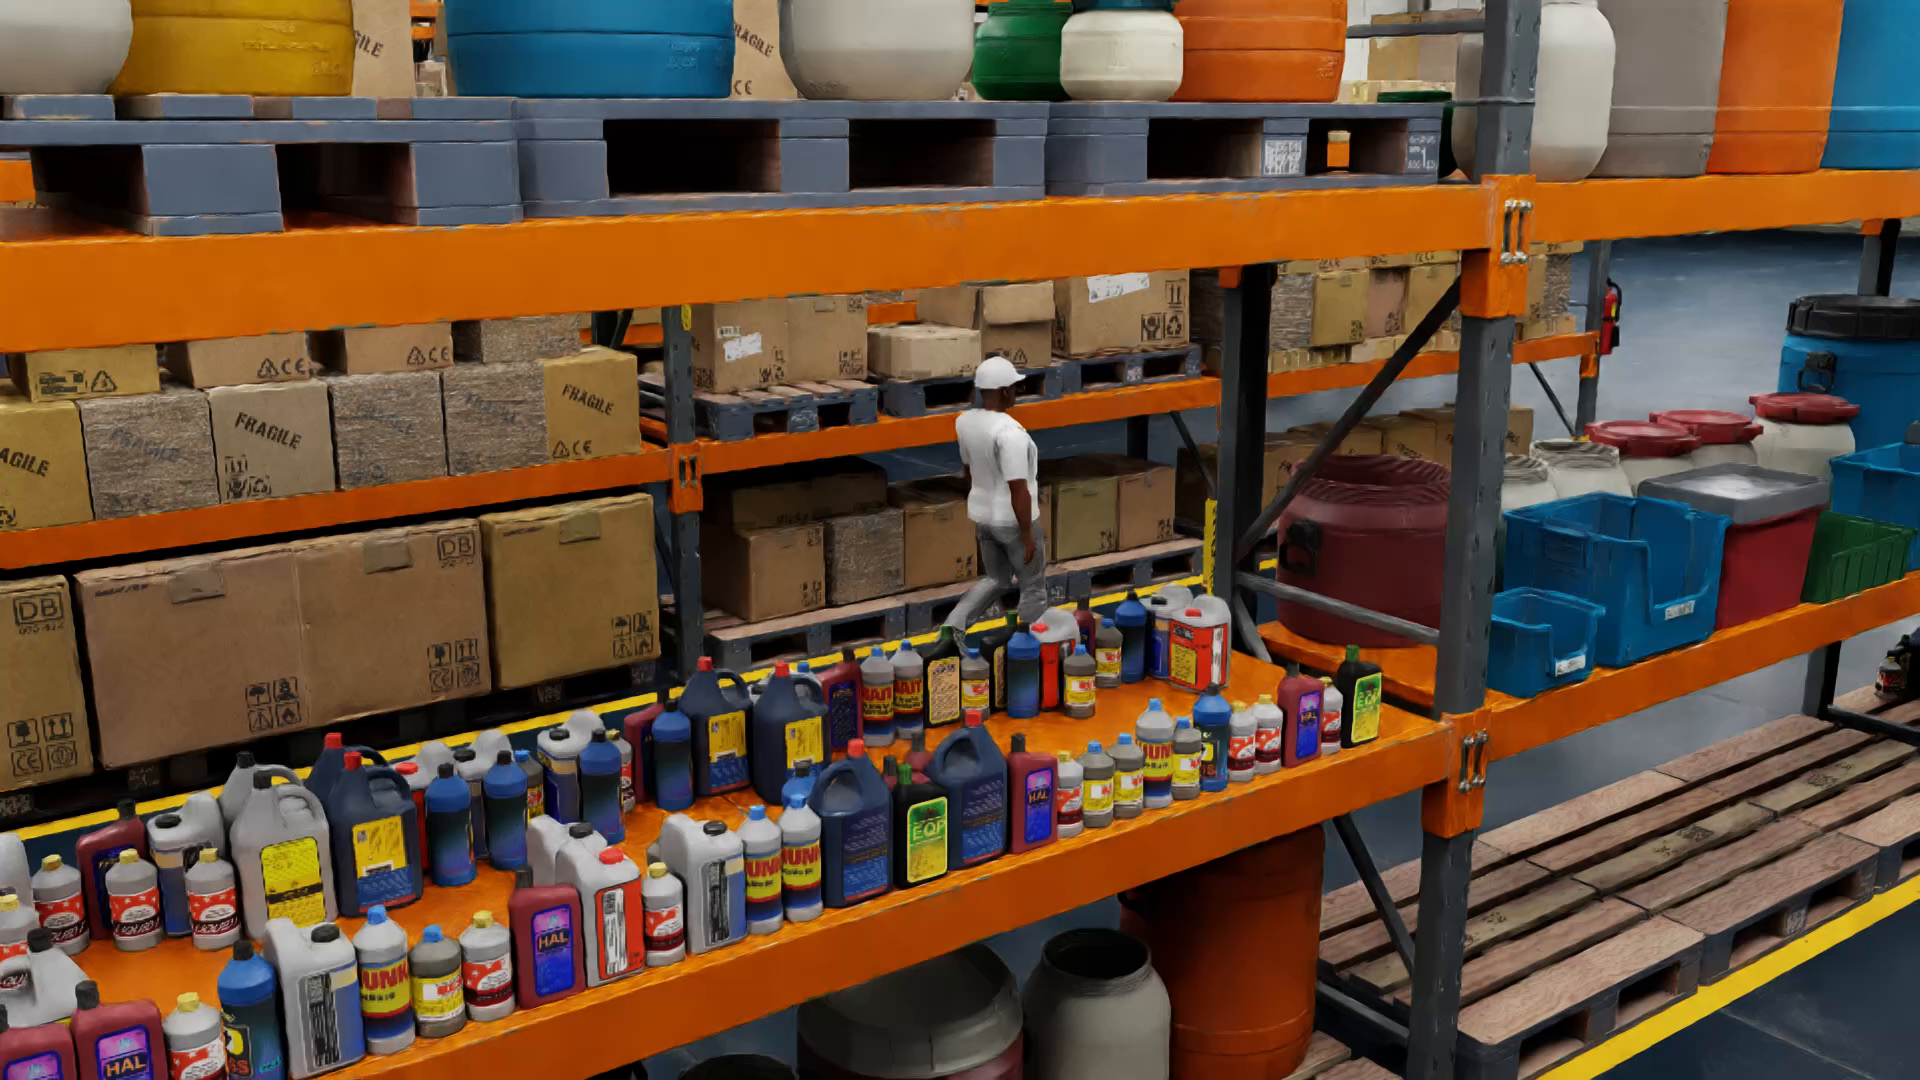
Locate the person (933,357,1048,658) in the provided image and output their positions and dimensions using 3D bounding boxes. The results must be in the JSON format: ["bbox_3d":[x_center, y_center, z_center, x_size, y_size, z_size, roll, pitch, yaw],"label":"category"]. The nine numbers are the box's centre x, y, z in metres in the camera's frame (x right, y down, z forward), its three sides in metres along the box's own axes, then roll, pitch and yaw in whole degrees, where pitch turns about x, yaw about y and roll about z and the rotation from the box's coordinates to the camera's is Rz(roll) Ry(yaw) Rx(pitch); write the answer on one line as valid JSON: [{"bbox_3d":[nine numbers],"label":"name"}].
[{"bbox_3d":[0.268,-0.124,8.972,0.819,1.752,0.578,-10,18,-35],"label":"person"}]
